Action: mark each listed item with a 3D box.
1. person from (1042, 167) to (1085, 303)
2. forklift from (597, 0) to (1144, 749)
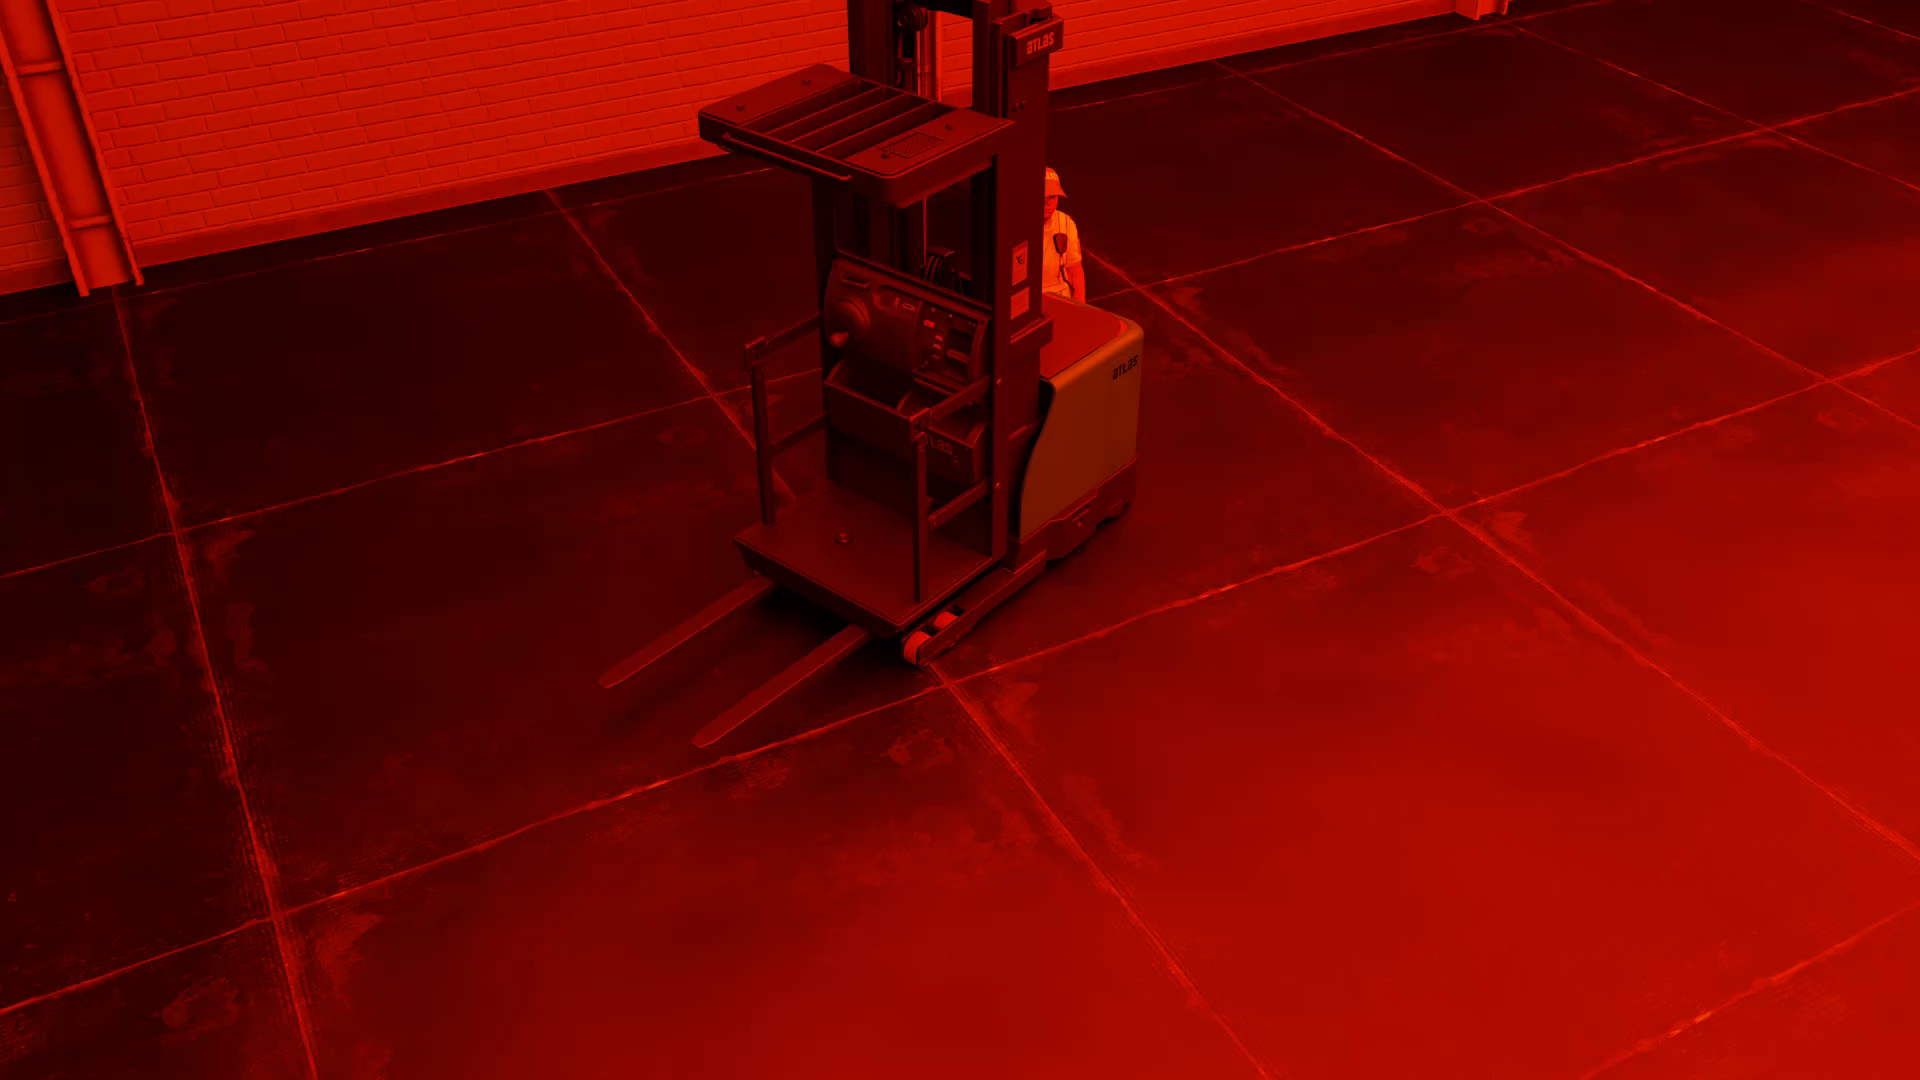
[{"bbox_3d":[0.379,-1.135,8.810,0.598,1.670,0.529,-4,35,-6],"label":"person"},{"bbox_3d":[-0.390,-0.927,7.434,1.130,2.935,3.031,26,43,31],"label":"forklift"}]
